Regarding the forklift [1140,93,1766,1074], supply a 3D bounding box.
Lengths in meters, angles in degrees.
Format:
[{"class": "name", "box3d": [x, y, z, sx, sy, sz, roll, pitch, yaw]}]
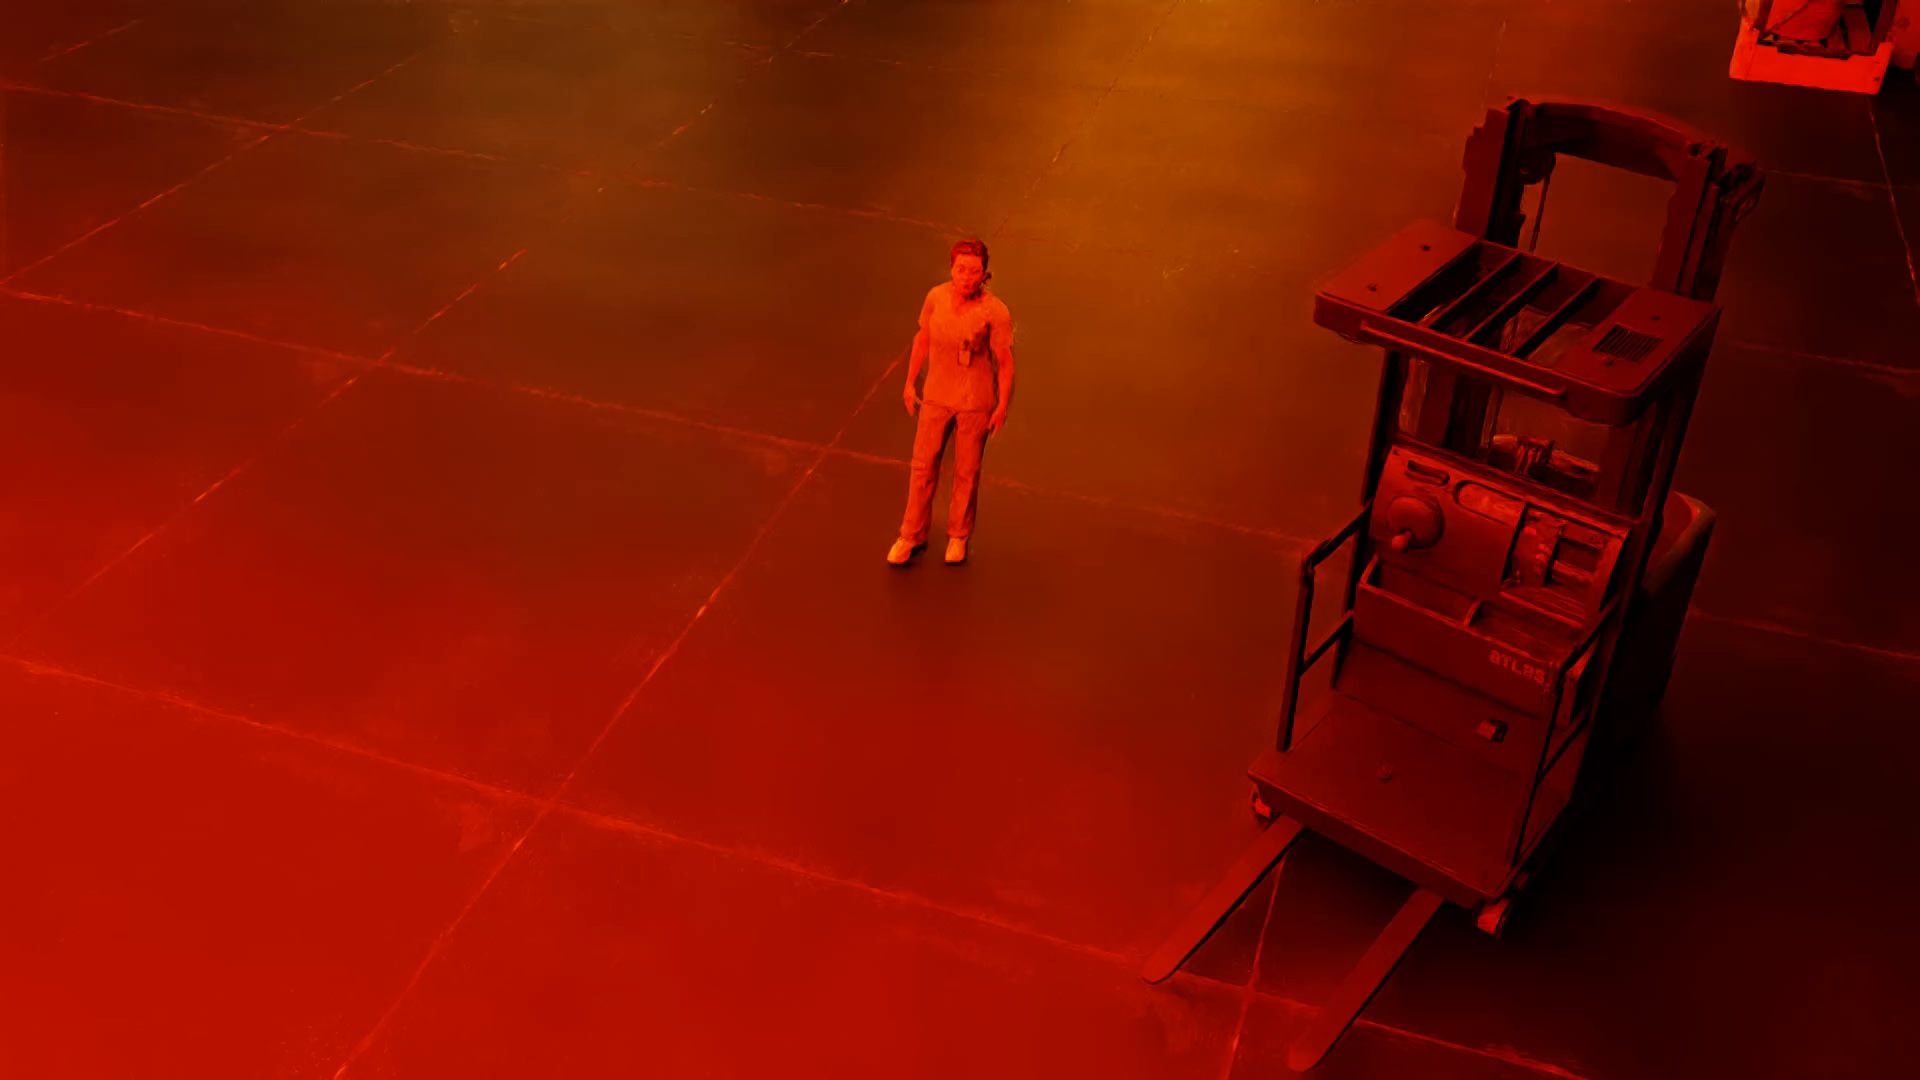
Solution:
[{"class": "forklift", "box3d": [1.872, 0.013, 6.092, 1.130, 2.935, 3.031, 25, 43, 31]}]

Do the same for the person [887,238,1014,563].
[{"class": "person", "box3d": [-0.037, -0.652, 8.103, 0.550, 1.674, 0.548, 12, 37, 16]}]
